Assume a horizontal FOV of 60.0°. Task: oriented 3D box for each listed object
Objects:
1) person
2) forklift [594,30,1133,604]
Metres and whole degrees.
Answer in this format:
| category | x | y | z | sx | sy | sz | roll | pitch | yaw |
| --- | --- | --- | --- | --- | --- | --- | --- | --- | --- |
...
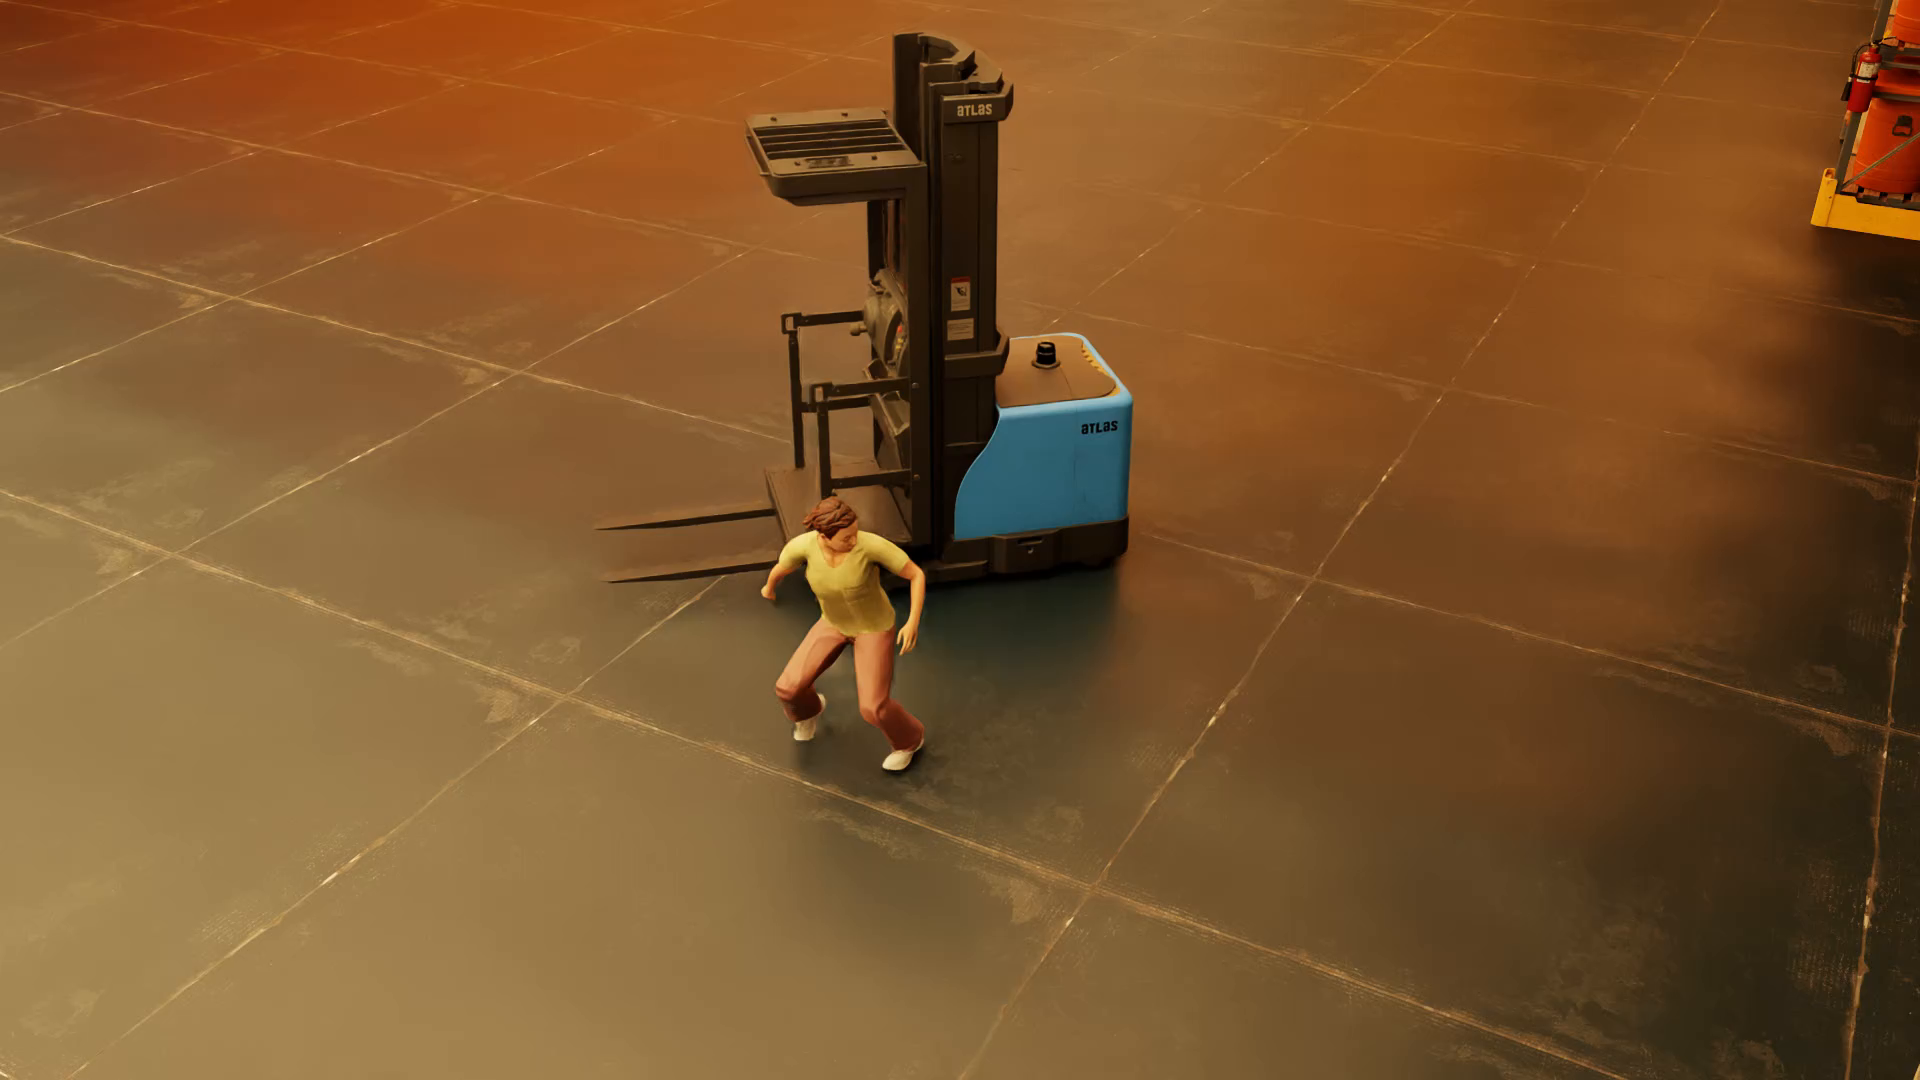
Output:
| category | x | y | z | sx | sy | sz | roll | pitch | yaw |
| --- | --- | --- | --- | --- | --- | --- | --- | --- | --- |
| person | -0.579 | 0.432 | 7.817 | 0.913 | 1.568 | 0.472 | 10 | 31 | 16 |
| forklift | -0.592 | -1.193 | 9.138 | 3.031 | 2.935 | 1.130 | -7 | 31 | -12 |
